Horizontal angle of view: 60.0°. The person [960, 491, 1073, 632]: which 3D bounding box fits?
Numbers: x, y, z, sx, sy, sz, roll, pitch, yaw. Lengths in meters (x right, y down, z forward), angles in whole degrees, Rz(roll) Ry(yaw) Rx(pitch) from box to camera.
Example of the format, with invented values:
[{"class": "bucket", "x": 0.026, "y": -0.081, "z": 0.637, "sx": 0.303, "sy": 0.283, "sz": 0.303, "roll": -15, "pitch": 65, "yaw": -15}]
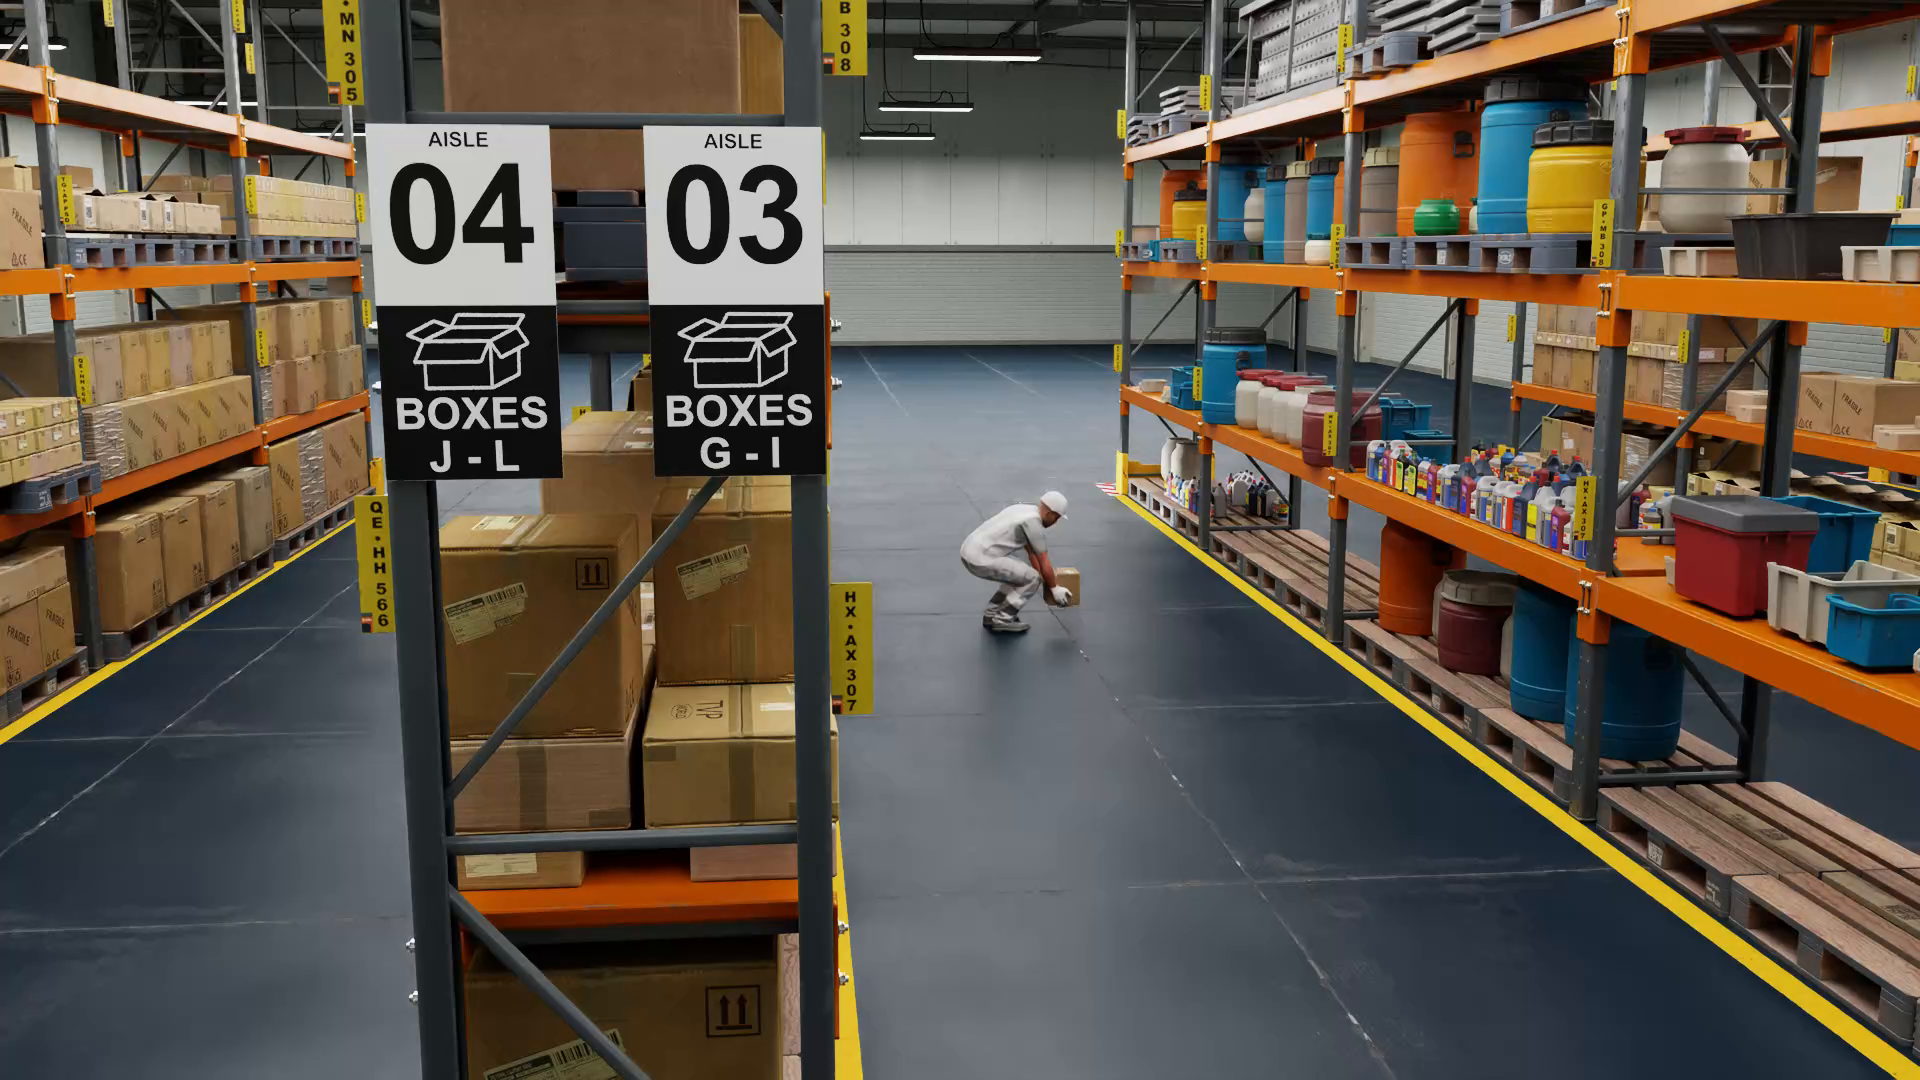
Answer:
[{"class": "person", "x": 0.425, "y": 0.158, "z": 13.020, "sx": 0.859, "sy": 1.074, "sz": 0.572, "roll": -1, "pitch": 10, "yaw": -6}]
